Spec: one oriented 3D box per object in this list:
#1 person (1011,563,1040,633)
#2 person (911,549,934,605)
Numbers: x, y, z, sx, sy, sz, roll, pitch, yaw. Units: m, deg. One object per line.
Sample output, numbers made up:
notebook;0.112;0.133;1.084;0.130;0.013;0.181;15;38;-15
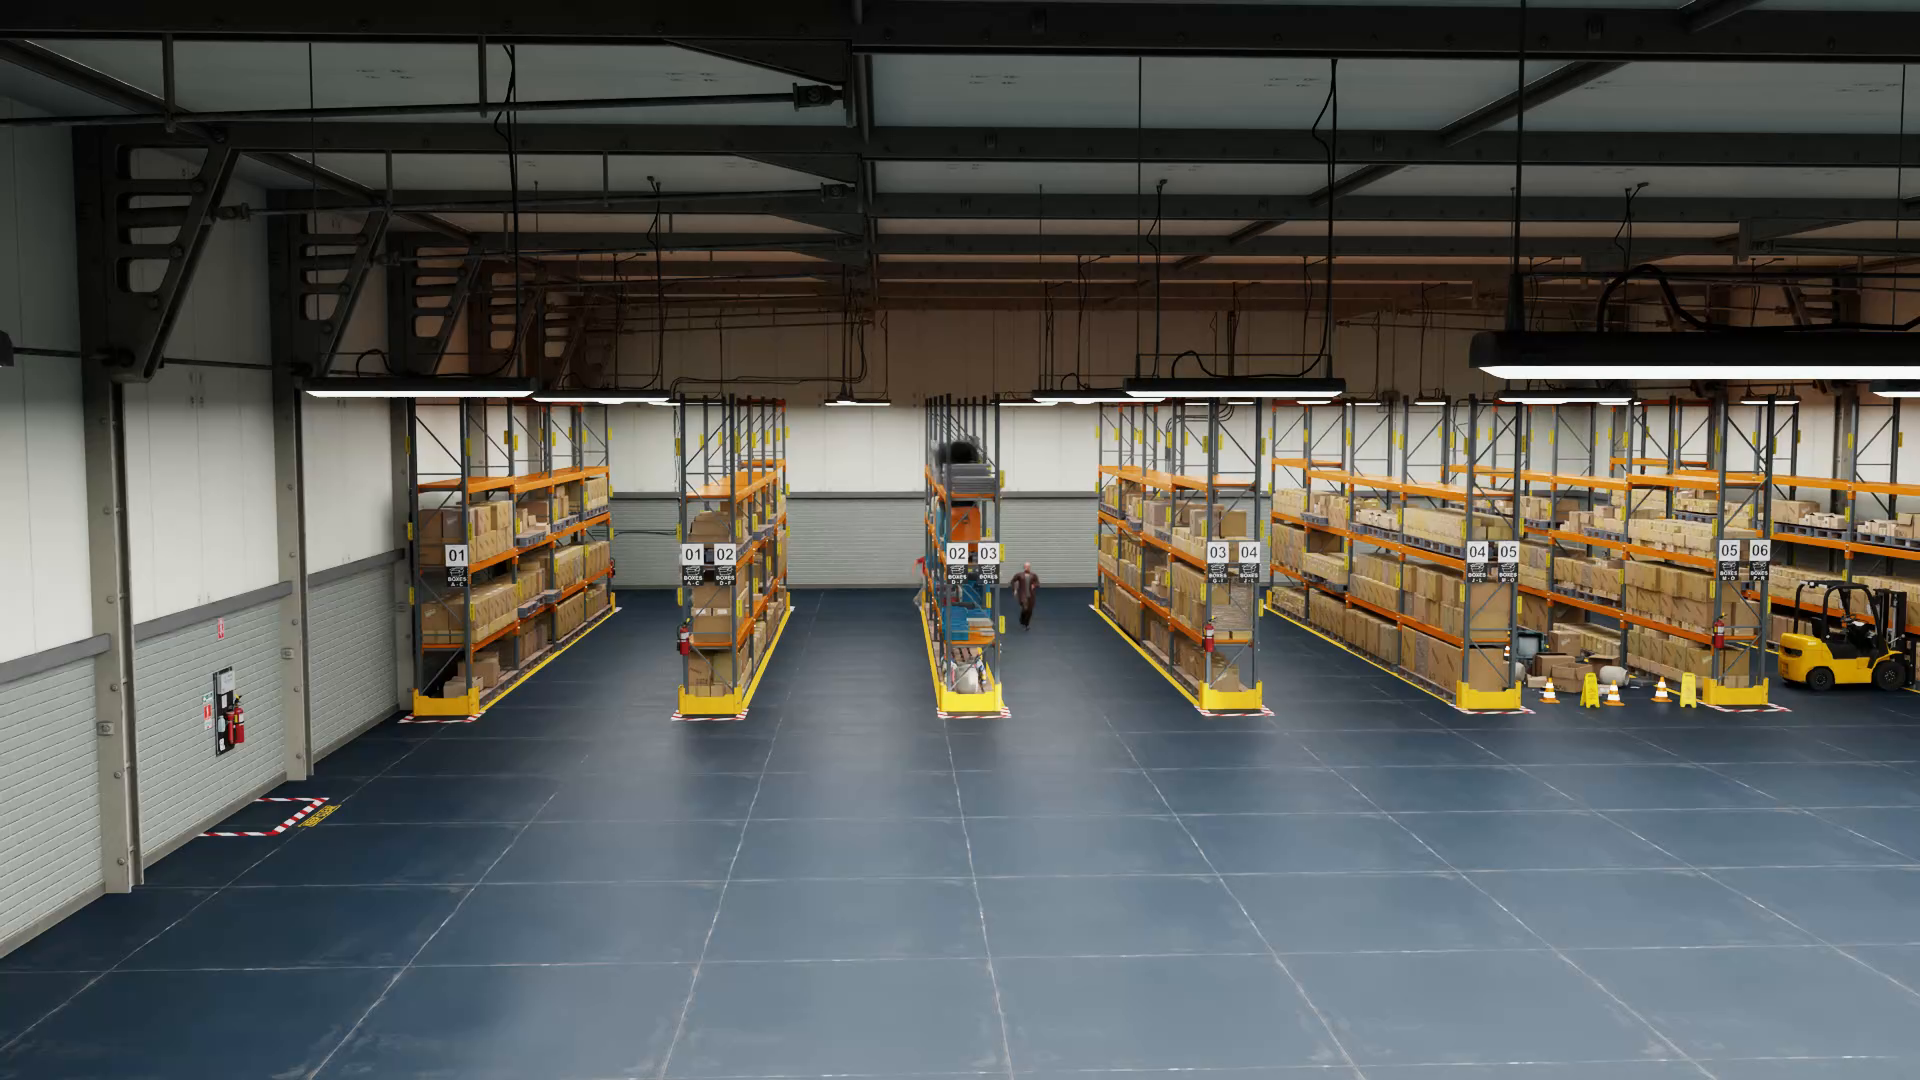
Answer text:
person;1.707;1.474;42.628;0.668;1.791;0.766;-1;5;-15
person;-0.974;1.082;48.605;0.841;1.627;0.728;-4;6;-43
